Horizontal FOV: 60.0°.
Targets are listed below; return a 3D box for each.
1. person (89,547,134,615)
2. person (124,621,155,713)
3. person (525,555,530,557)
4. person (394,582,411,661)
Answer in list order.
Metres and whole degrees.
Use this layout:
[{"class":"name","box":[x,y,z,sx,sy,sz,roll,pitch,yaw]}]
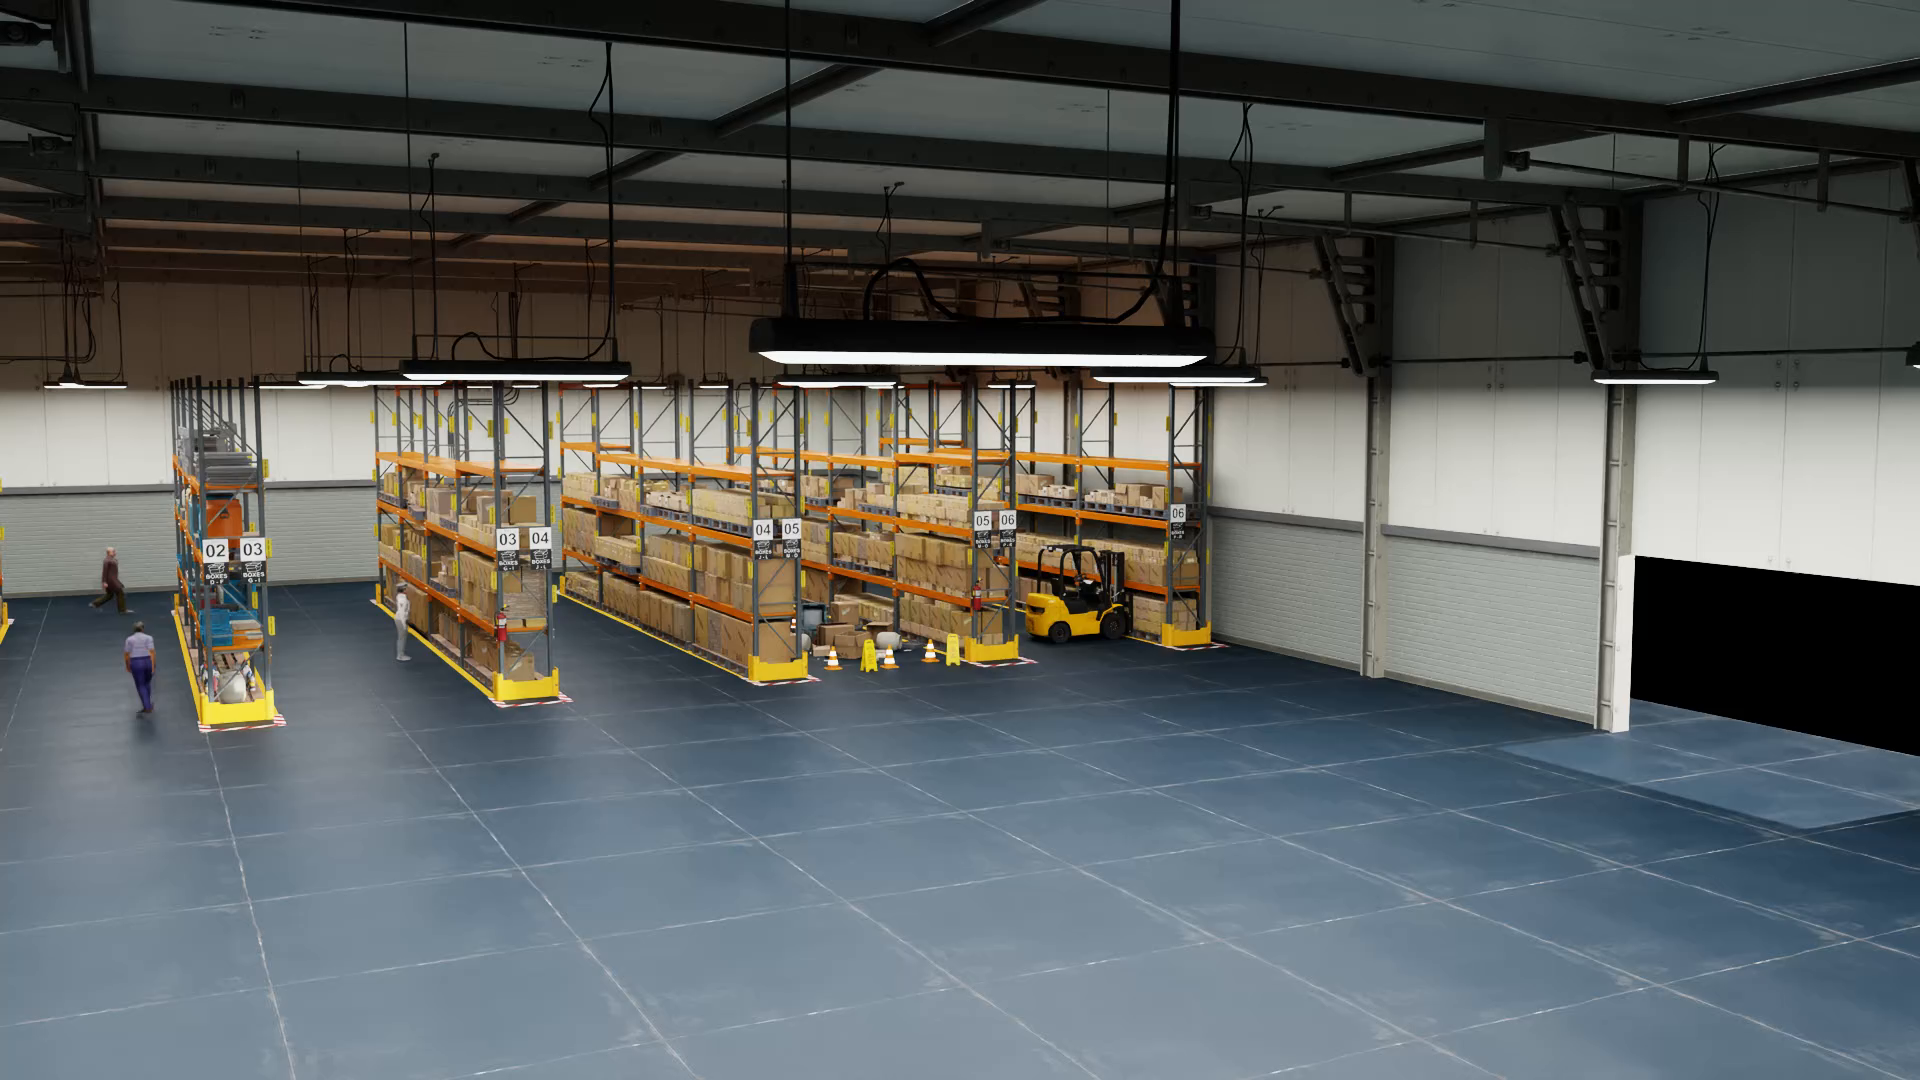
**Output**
[{"class":"person","box":[-21.812,1.049,42.690,1.027,1.746,0.558,-3,6,-28]},{"class":"person","box":[-14.604,2.293,29.668,0.602,1.710,0.514,3,6,30]},{"class":"person","box":[-11.565,0.855,45.149,0.492,1.729,1.022,-2,5,-22]},{"class":"person","box":[-11.891,1.734,35.480,0.355,1.684,0.524,-1,5,-7]}]
